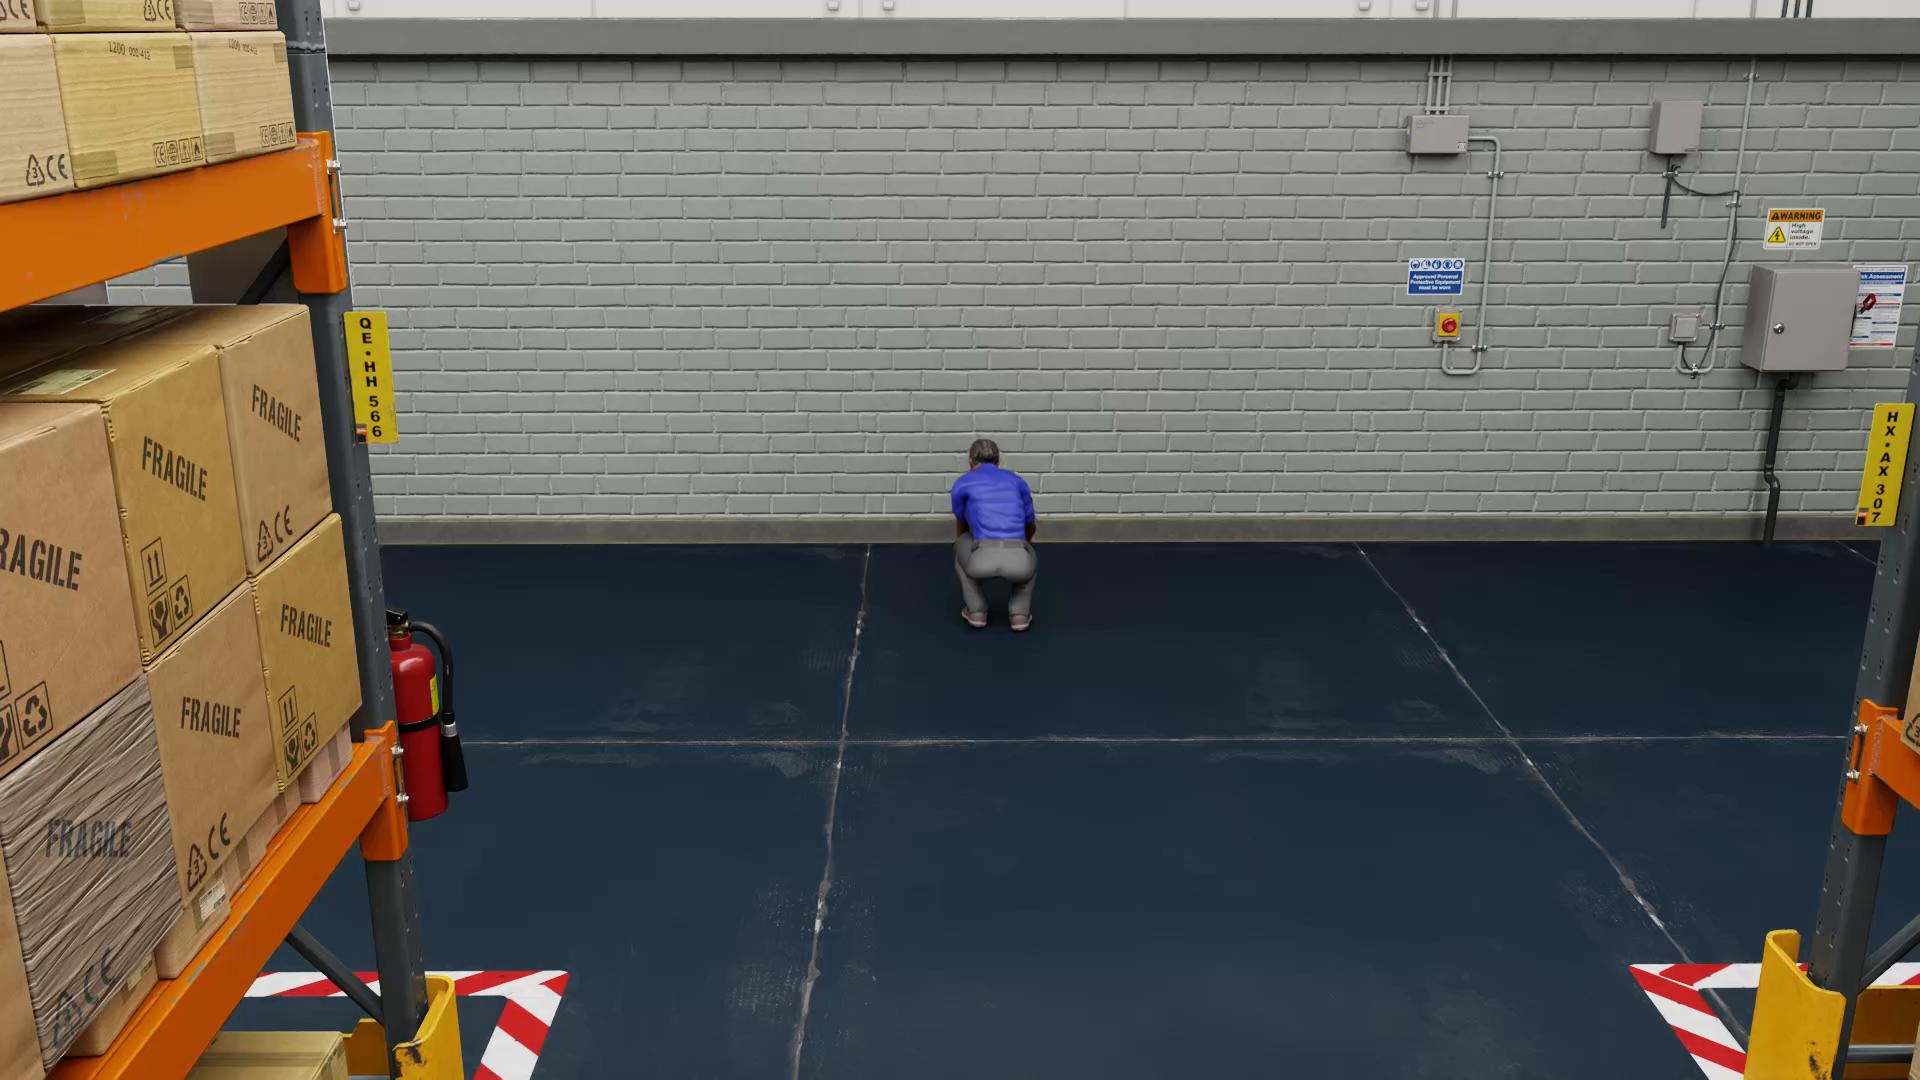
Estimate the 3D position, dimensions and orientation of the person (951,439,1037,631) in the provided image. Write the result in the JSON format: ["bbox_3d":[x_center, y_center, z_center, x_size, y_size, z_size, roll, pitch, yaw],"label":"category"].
[{"bbox_3d":[0.187,-0.035,8.911,0.470,0.940,0.824,-1,17,-2],"label":"person"}]
